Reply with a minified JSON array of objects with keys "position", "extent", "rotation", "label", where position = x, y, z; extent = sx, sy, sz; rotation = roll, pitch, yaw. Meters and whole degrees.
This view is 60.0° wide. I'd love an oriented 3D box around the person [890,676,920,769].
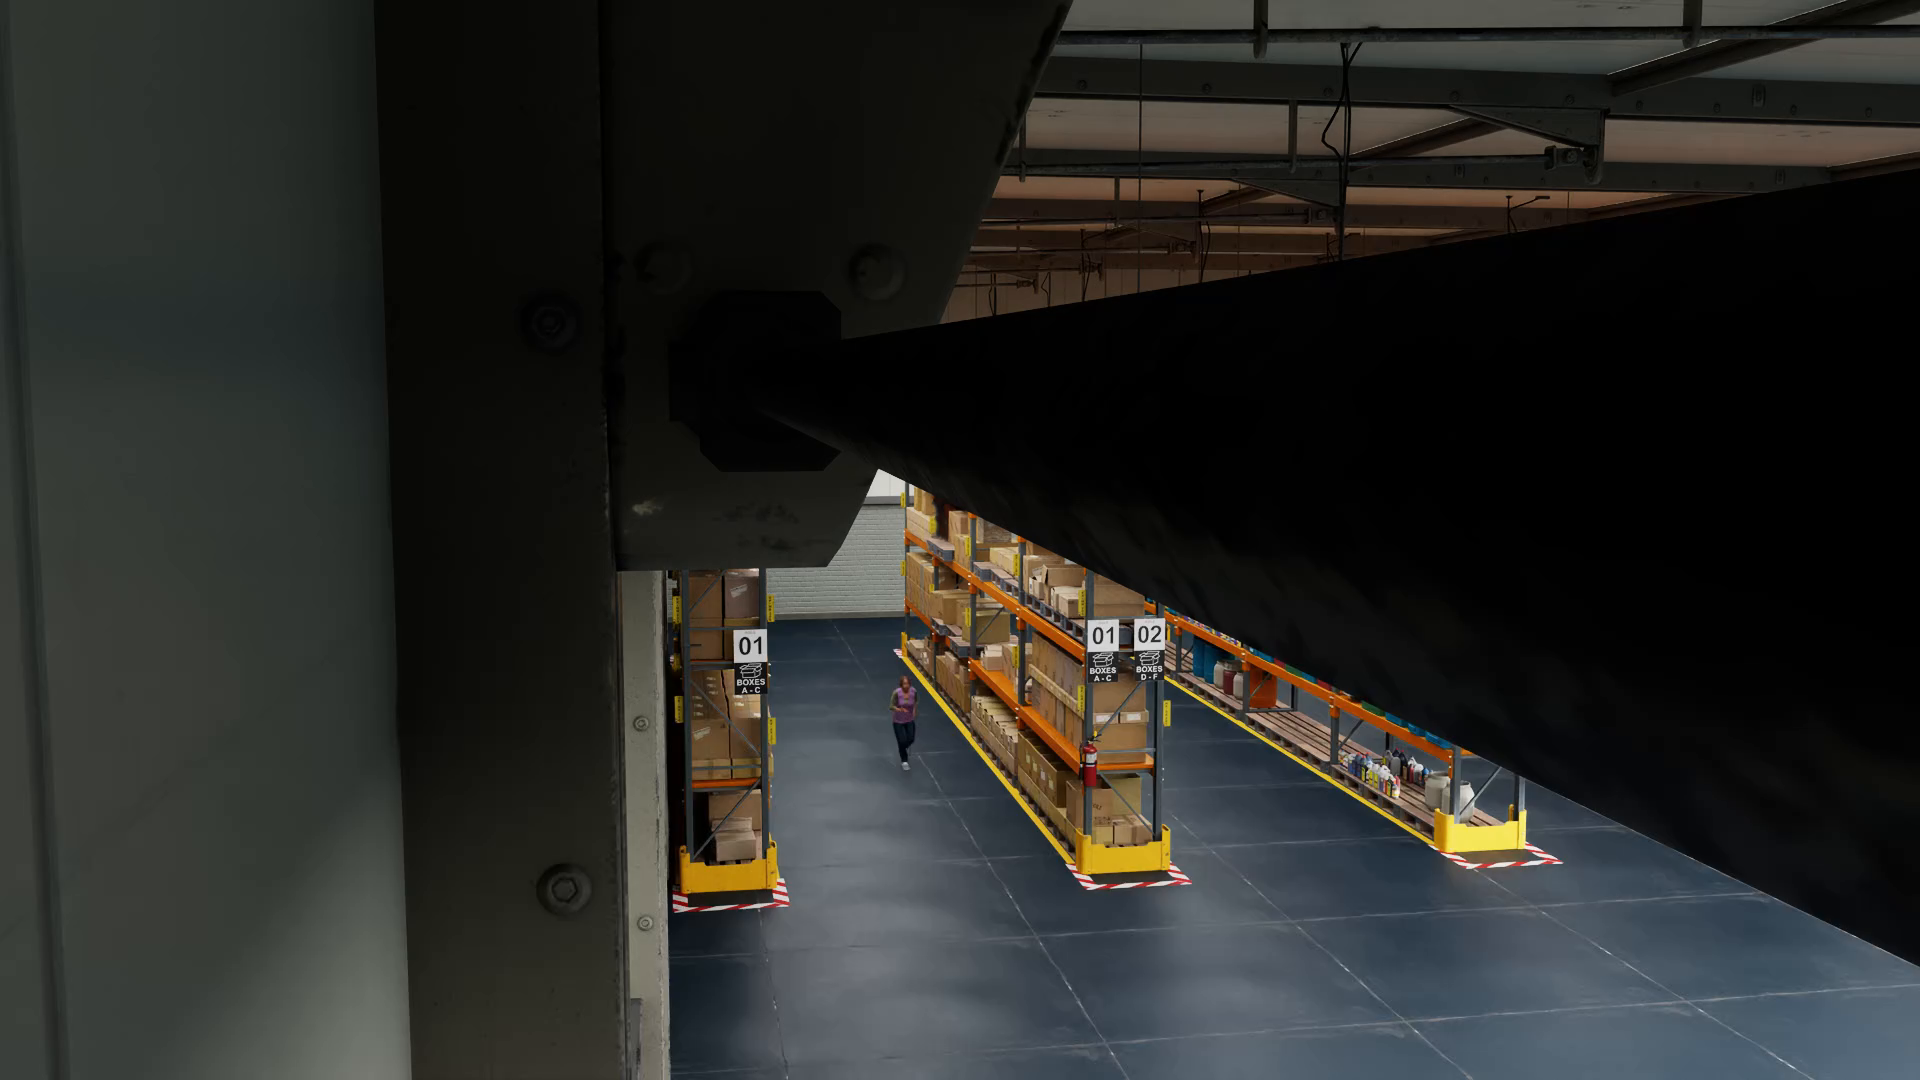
[{"position":[-0.850,2.870,26.099],"extent":[0.509,1.531,0.641],"rotation":[-1,6,-10],"label":"person"}]
